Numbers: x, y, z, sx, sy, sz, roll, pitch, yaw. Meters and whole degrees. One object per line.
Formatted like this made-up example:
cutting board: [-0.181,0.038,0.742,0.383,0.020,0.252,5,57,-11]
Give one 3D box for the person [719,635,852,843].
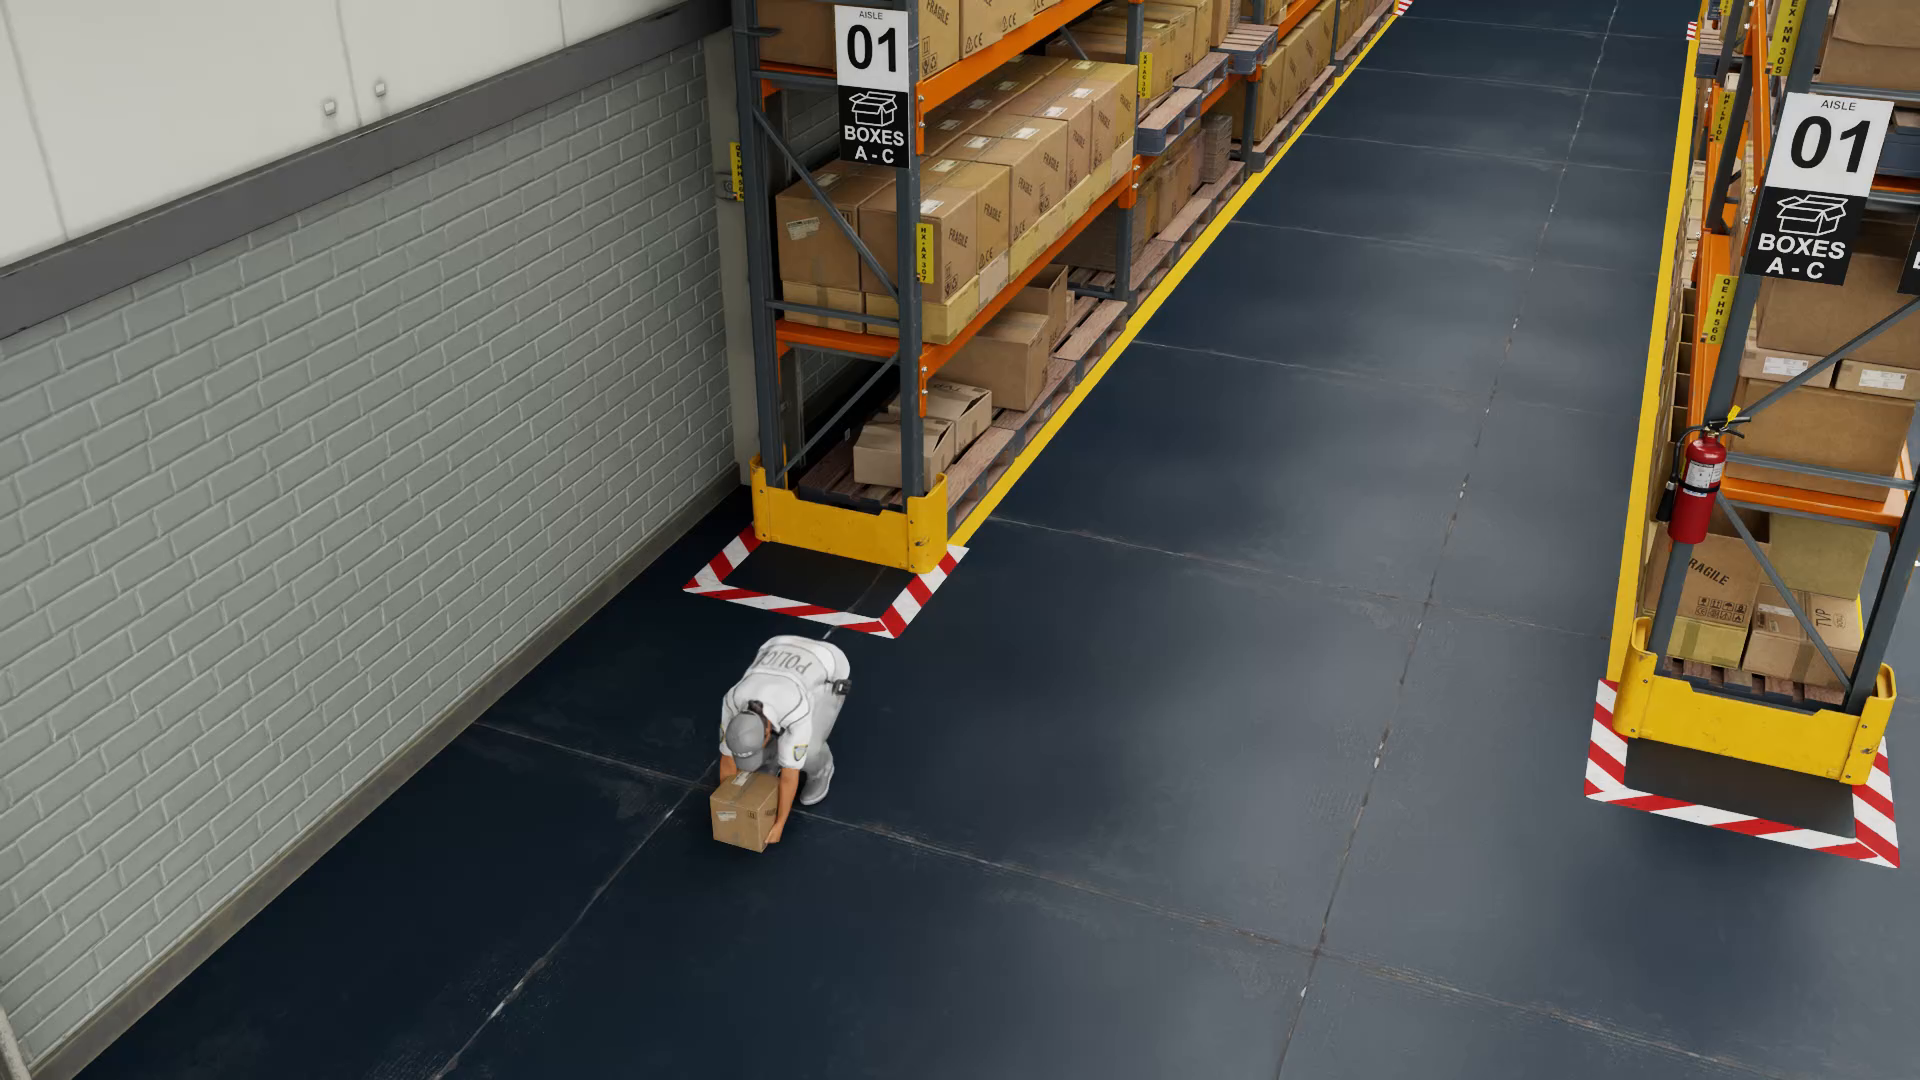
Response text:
person: [-0.837,0.901,7.768,0.488,0.752,0.931,11,31,18]
